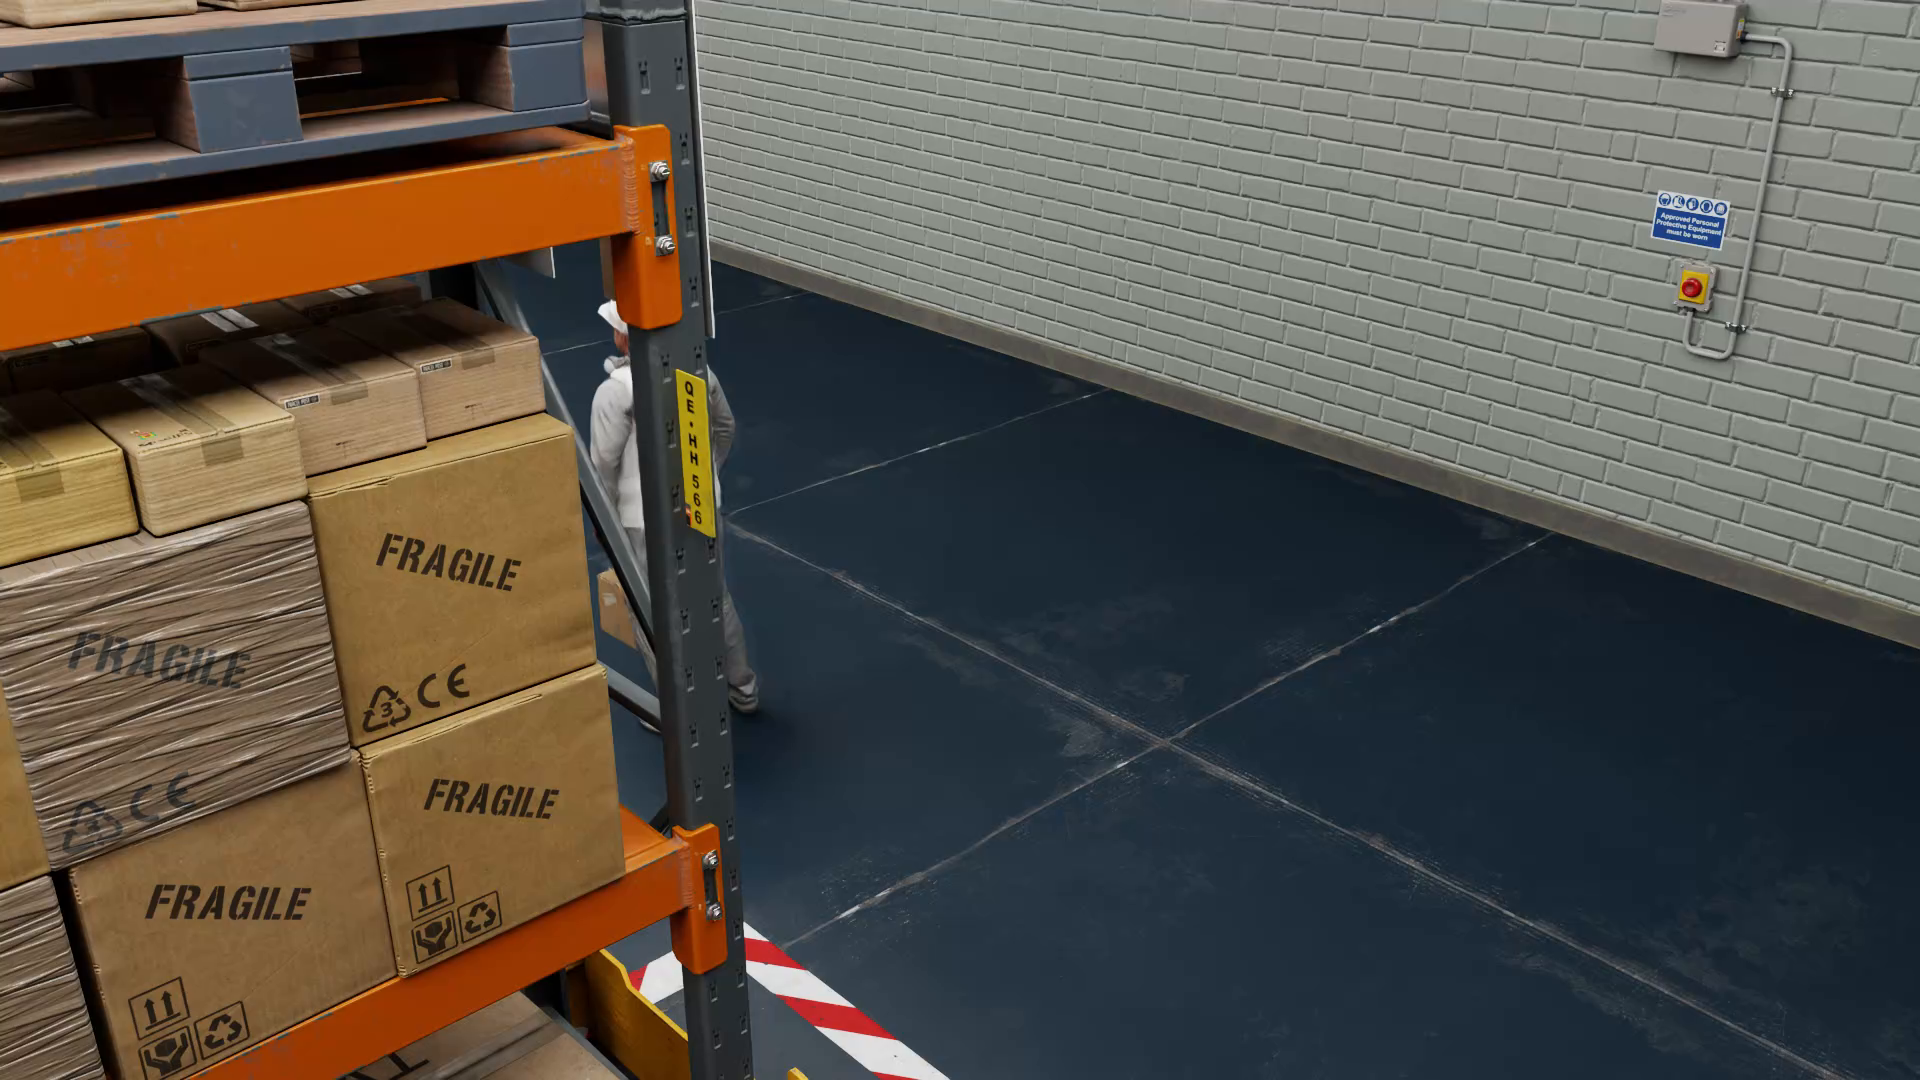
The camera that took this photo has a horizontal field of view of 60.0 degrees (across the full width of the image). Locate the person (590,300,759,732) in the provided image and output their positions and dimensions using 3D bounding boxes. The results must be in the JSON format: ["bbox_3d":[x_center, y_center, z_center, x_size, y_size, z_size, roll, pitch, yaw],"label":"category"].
[{"bbox_3d":[-1.120,-0.109,6.334,0.654,1.755,0.483,-22,32,-39],"label":"person"}]
